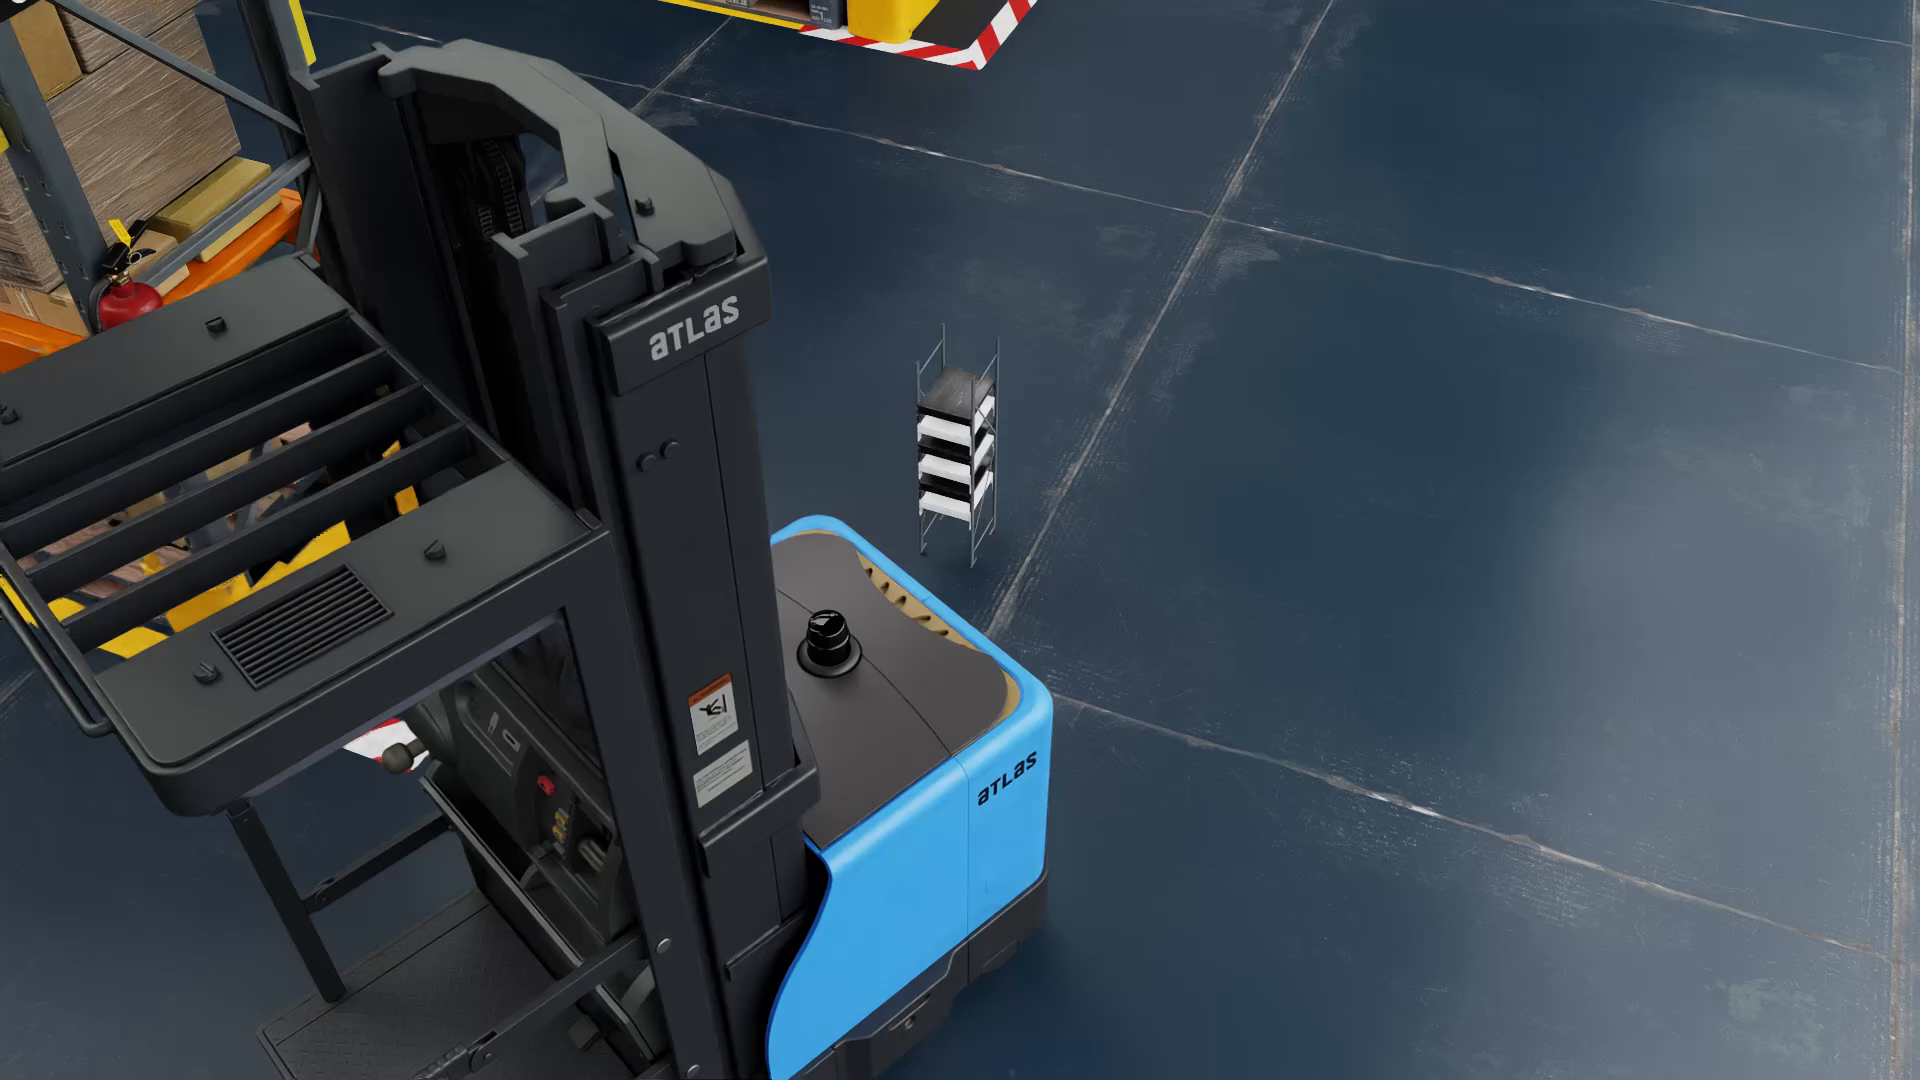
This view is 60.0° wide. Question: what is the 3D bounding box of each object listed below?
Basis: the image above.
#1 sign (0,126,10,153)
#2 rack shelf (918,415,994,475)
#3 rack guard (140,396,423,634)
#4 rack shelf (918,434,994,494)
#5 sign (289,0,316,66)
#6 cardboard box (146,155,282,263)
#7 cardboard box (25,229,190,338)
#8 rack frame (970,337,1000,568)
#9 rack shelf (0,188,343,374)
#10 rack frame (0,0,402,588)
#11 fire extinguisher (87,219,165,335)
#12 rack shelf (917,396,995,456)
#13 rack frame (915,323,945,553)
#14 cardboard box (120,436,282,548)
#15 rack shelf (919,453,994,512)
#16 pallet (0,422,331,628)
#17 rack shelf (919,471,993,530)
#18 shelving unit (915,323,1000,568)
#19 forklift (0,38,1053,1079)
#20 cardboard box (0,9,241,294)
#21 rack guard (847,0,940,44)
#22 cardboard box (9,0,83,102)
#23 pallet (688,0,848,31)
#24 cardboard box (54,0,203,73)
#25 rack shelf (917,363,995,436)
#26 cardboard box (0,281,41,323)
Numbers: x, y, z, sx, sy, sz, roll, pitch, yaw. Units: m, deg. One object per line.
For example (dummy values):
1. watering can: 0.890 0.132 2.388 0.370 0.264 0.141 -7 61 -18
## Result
1. sign: -2.501 -1.110 4.194 0.005 0.325 0.100 16 47 16
2. rack shelf: -0.007 -0.361 5.895 0.200 0.077 0.258 16 47 16
3. rack guard: -2.339 -0.078 5.974 0.348 0.500 1.175 16 47 16
4. rack shelf: -0.007 -0.298 5.958 0.200 0.077 0.258 16 47 16
5. sign: -2.060 -1.603 5.121 0.005 0.325 0.100 16 47 16
6. cardboard box: -2.440 -1.087 5.394 0.250 0.149 0.380 16 47 16
7. cardboard box: -2.611 -0.797 5.103 0.250 0.149 0.380 16 47 16
8. rack frame: 0.086 -0.294 5.907 0.006 0.900 0.240 16 47 16
9. rack shelf: -4.115 -1.231 5.871 4.000 0.370 1.077 16 47 16
10. rack frame: -2.269 -0.943 5.071 0.127 3.000 1.000 16 47 16
11. fire extinguisher: -2.341 -0.585 4.766 0.183 0.674 0.296 16 47 16
12. rack shelf: -0.007 -0.425 5.831 0.200 0.077 0.258 16 47 16
13. rack frame: -0.101 -0.349 5.963 0.006 0.900 0.240 16 47 16
14. cardboard box: -2.839 -0.386 5.986 0.500 0.500 0.500 25 50 23
15. rack shelf: -0.007 -0.234 6.022 0.200 0.077 0.258 16 47 16
16. pallet: -3.075 -0.219 6.320 1.213 0.211 1.003 16 47 16
17. rack shelf: -0.007 -0.170 6.085 0.200 0.077 0.258 16 47 16
18. shelving unit: -0.007 -0.321 5.935 0.210 0.900 0.258 16 47 16
19. forklift: -1.168 0.575 3.594 3.031 2.935 1.130 -33 53 -29
20. cardboard box: -2.766 -1.251 5.099 0.500 0.500 0.875 16 47 16
21. rack guard: -0.244 -3.252 9.164 0.348 0.500 1.175 16 47 16
22. cardboard box: -2.872 -1.427 4.567 0.500 0.500 0.500 16 47 16
23. pallet: -1.034 -3.322 9.439 1.213 0.211 1.003 16 47 16
24. cardboard box: -2.671 -1.765 4.907 0.500 0.500 0.500 16 47 16
25. rack shelf: -0.007 -0.489 5.768 0.200 0.077 0.258 16 47 16
26. cardboard box: -2.842 -0.865 5.171 0.250 0.149 0.380 16 47 16
